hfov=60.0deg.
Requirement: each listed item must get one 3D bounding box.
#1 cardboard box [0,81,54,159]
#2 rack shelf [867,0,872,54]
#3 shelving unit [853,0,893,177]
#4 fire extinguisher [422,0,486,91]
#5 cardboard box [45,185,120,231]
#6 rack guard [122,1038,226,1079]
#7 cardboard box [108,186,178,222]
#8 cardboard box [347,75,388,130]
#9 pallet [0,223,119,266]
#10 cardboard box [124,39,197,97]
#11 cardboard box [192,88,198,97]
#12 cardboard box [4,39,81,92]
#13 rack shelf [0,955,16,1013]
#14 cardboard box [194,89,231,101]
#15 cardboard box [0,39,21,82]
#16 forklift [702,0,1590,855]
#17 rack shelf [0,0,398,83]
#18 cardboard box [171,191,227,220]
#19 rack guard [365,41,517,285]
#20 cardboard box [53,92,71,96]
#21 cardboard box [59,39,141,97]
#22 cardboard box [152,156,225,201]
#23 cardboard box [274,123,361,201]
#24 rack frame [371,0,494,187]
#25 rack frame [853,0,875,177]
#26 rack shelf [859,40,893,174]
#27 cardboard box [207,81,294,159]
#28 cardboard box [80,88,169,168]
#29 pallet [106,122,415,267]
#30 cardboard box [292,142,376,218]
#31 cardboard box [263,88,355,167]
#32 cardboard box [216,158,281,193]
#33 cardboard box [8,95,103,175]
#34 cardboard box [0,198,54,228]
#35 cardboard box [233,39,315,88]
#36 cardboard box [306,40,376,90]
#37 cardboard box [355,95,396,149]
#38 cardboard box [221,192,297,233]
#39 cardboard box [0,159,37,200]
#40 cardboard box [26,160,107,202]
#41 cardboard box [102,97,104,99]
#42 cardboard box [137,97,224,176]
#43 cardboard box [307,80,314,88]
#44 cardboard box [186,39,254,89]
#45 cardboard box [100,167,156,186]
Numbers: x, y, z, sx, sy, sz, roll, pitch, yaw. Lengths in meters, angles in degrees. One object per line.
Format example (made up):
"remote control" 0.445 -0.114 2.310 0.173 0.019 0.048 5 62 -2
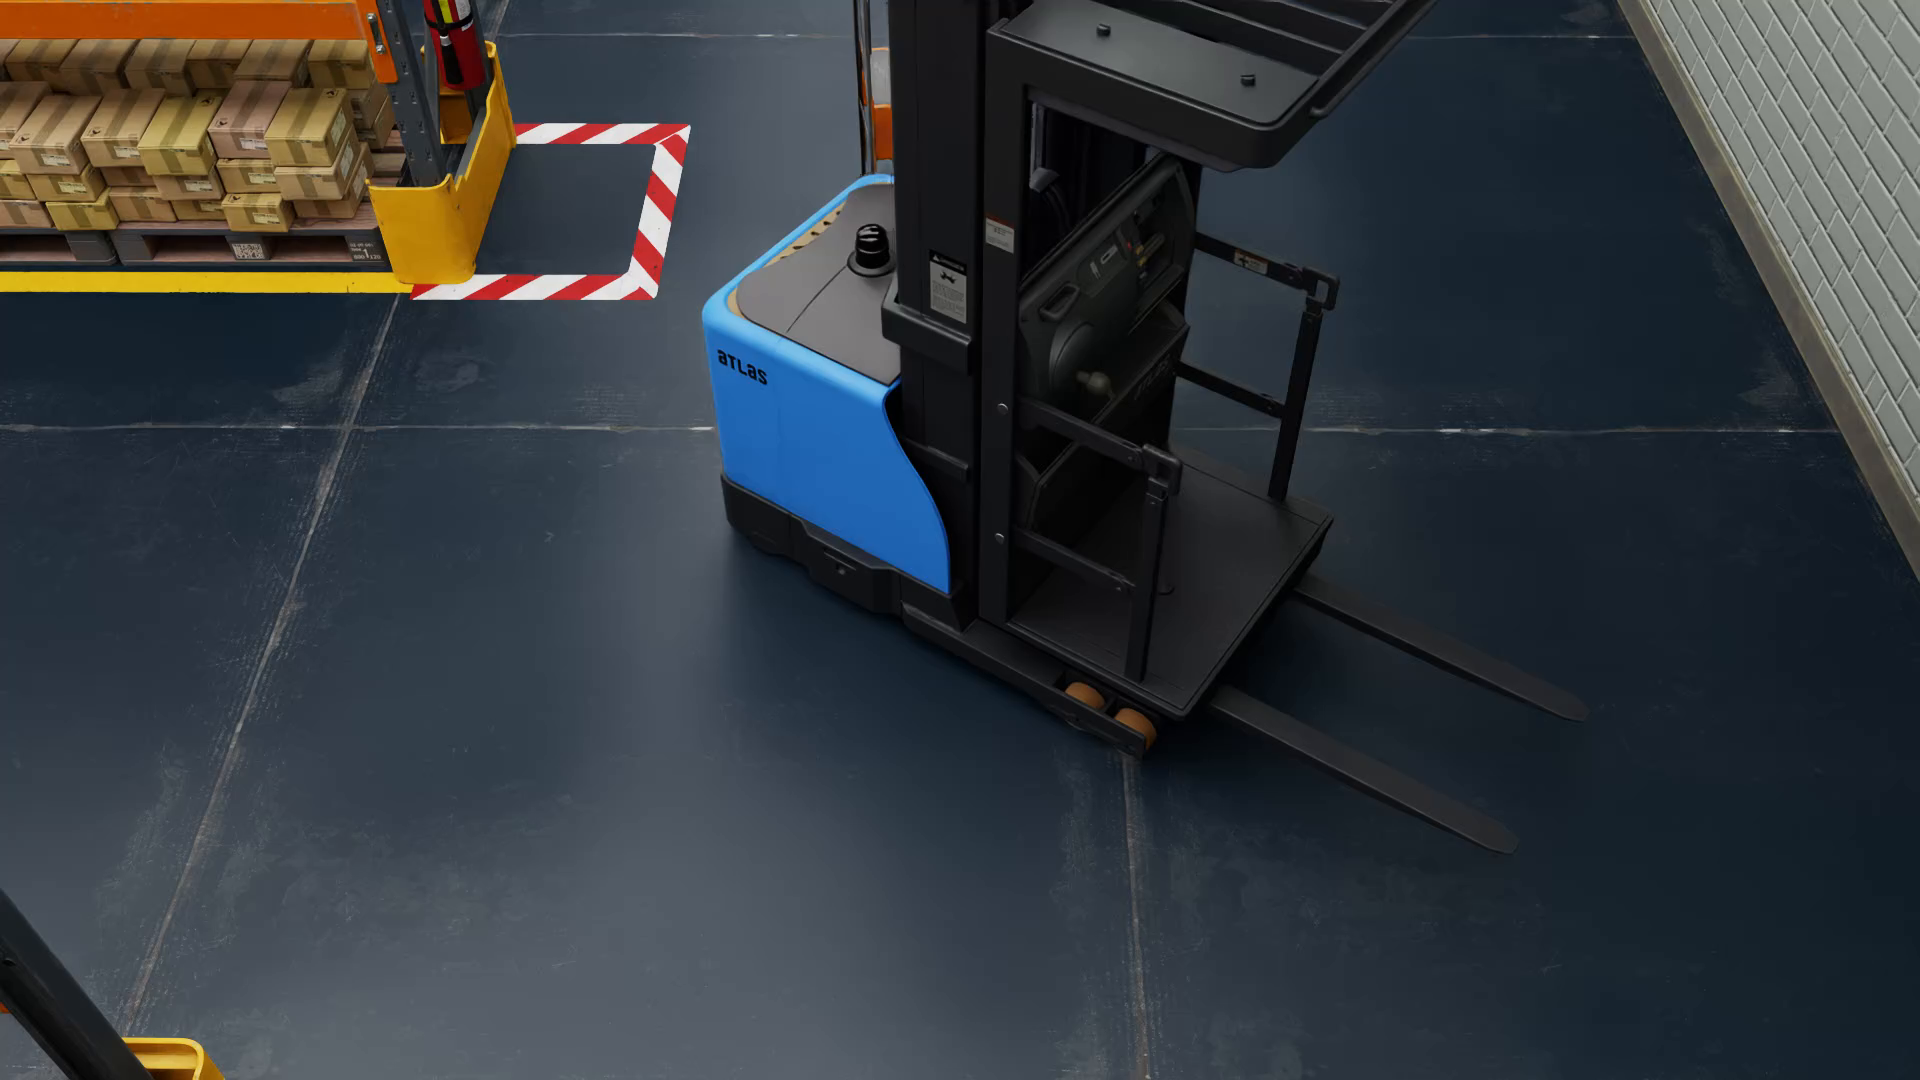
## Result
"cardboard box" -4.073 -1.802 7.132 0.250 0.149 0.380 -1 47 -1
"rack shelf" -0.114 -2.050 5.786 0.480 0.518 0.431 -7 47 -6
"shelving unit" -0.114 -1.583 6.289 0.503 2.100 0.431 -7 47 -6
"fire extinguisher" -1.992 -2.080 6.444 0.183 0.674 0.296 0 47 0
"cardboard box" -3.793 -1.529 7.284 0.250 0.149 0.380 -2 47 -2
"rack guard" -2.135 1.903 4.137 0.348 0.500 1.175 0 47 0
"cardboard box" -3.537 -1.574 7.326 0.250 0.149 0.380 1 47 1
"cardboard box" -2.765 -2.034 7.552 0.250 0.149 0.380 2 47 2
"pallet" -4.347 -1.656 7.647 1.213 0.211 1.003 0 47 0
"cardboard box" -3.540 -2.144 7.450 0.250 0.149 0.380 -2 47 -2
"cardboard box" -3.540 -2.092 7.606 0.250 0.149 0.380 1 47 1
"cardboard box" -4.081 -2.186 7.489 0.250 0.149 0.380 1 47 1
"rack shelf" -4.159 1.291 3.490 4.000 0.370 1.077 0 47 0
"cardboard box" -3.284 -2.012 7.531 0.250 0.149 0.380 1 47 1
"cardboard box" -4.332 -2.116 7.425 0.250 0.149 0.380 0 47 0
"forklift" 0.624 -0.720 4.918 3.031 2.935 1.130 27 53 23
"rack shelf" -4.242 -2.332 6.863 4.000 0.370 1.077 0 47 0
"cardboard box" -3.290 -1.583 7.335 0.250 0.149 0.380 0 47 0
"rack guard" -2.318 -1.720 7.510 0.348 0.500 1.175 0 47 0
"cardboard box" -4.077 -1.994 7.514 0.250 0.149 0.380 2 47 2
"cardboard box" -3.818 -2.151 7.458 0.250 0.149 0.380 2 47 2
"cardboard box" -3.290 -1.638 7.183 0.250 0.149 0.380 -2 47 -1
"cardboard box" -2.771 -1.637 7.182 0.250 0.149 0.380 -1 47 -1
"rack frame" -2.242 -2.572 6.595 0.127 3.000 1.000 0 47 0
"rack frame" -0.355 -1.554 6.262 0.015 2.100 0.400 -7 47 -6
"rack shelf" -0.114 -1.574 6.299 0.480 0.518 0.431 -7 47 -6
"cardboard box" -3.023 -1.805 7.135 0.250 0.149 0.380 1 47 1
"cardboard box" -3.541 -1.760 7.093 0.250 0.149 0.380 -2 47 -1
"pallet" -3.130 -1.650 7.642 1.213 0.211 1.003 0 47 0
"cardboard box" -2.769 -1.592 7.344 0.250 0.149 0.380 1 47 1
"cardboard box" -2.772 -1.762 7.095 0.250 0.149 0.380 1 47 1
"cardboard box" -3.032 -1.678 7.220 0.250 0.149 0.380 -1 47 -1
"cardboard box" -3.810 -1.720 7.056 0.250 0.149 0.380 2 47 2
"cardboard box" -4.066 -1.544 7.299 0.250 0.149 0.380 1 47 1
"cardboard box" -3.041 -2.109 7.418 0.250 0.149 0.380 1 47 1
"cardboard box" -2.765 -2.196 7.499 0.250 0.149 0.380 -2 47 -2
"cardboard box" -2.765 -1.979 7.704 0.250 0.149 0.380 1 47 1
"cardboard box" -3.027 -1.519 7.275 0.250 0.149 0.380 1 47 1
"cardboard box" -4.065 -1.644 7.188 0.250 0.149 0.380 2 47 2
"cardboard box" -3.808 -1.630 7.175 0.250 0.149 0.380 1 47 1
"cardboard box" -3.805 -2.024 7.542 0.250 0.149 0.380 -2 47 -2
"cardboard box" -3.283 -1.713 7.049 0.250 0.149 0.380 -1 47 -1
"cardboard box" -3.038 -2.076 7.591 0.250 0.149 0.380 0 47 0
"cardboard box" -3.292 -2.204 7.506 0.250 0.149 0.380 0 47 0
"cardboard box" -3.559 -1.714 7.253 0.250 0.149 0.380 0 47 0
